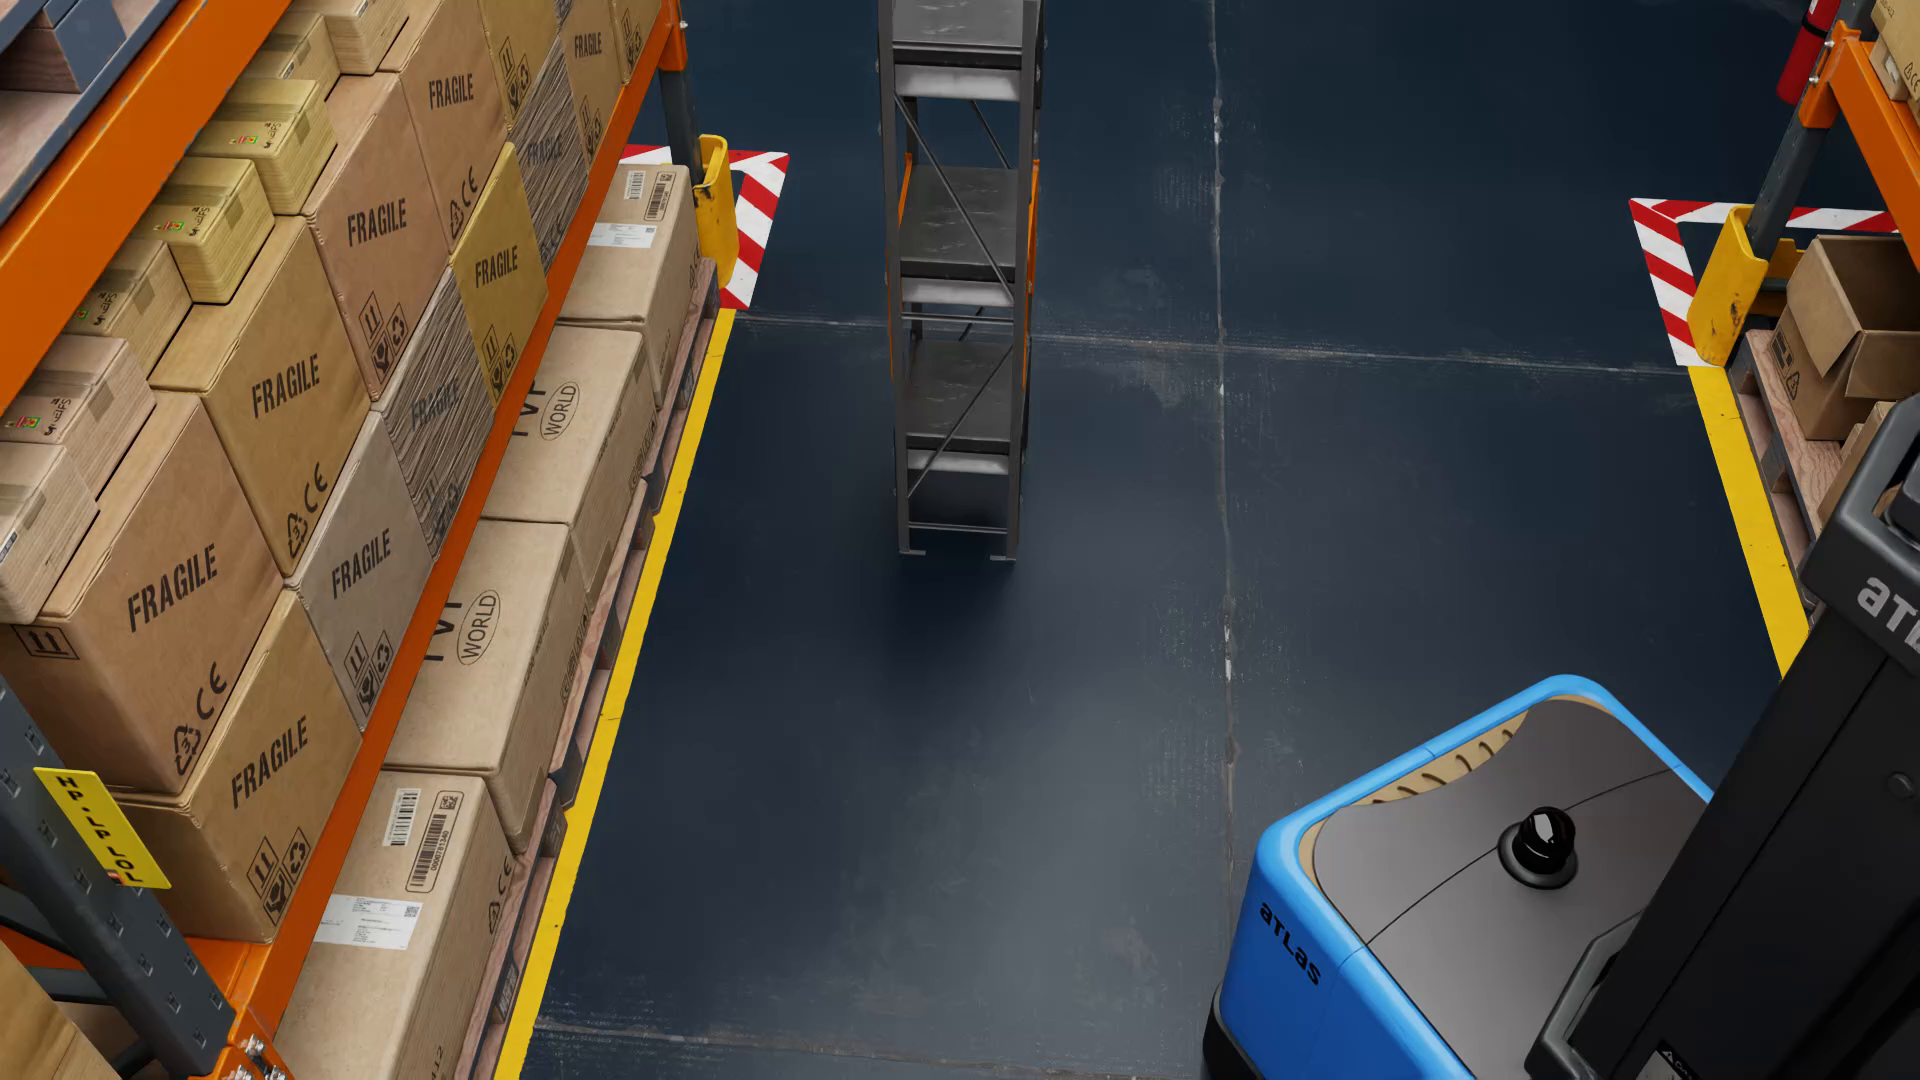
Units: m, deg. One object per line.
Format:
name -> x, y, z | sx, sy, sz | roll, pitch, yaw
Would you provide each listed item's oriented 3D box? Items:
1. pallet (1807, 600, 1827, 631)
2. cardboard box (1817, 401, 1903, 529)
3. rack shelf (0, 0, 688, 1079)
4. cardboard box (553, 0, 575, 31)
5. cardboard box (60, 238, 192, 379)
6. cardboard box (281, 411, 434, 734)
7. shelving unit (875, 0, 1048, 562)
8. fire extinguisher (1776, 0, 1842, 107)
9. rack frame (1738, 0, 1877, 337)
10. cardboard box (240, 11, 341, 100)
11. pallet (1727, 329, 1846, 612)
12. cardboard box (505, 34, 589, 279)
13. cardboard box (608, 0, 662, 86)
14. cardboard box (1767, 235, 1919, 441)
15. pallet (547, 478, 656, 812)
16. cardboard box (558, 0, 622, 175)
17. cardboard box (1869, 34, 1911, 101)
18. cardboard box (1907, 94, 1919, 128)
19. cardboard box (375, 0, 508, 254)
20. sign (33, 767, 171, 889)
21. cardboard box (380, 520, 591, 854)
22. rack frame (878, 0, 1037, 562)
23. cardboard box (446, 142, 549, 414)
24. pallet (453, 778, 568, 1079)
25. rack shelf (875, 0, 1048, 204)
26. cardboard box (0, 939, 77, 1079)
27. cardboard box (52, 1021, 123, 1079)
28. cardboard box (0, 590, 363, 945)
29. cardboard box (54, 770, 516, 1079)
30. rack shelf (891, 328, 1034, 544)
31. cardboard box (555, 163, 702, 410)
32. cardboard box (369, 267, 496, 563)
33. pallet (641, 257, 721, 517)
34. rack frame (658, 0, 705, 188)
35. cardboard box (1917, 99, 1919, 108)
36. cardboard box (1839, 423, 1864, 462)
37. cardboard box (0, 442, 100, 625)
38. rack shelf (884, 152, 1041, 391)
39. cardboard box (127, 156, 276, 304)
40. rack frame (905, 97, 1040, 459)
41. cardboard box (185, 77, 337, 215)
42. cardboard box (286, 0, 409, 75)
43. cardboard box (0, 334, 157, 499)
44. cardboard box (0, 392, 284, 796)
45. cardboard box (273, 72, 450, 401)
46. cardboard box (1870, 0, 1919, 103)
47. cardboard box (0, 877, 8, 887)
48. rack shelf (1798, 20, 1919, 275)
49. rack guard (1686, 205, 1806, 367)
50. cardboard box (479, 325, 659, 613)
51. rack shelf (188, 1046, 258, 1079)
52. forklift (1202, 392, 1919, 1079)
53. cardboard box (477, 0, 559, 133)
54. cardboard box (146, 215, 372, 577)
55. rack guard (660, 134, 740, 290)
pallet -> 3.248, 0.654, 5.009 | 1.003, 0.211, 1.213 | 4, 48, 4
cardboard box -> 3.174, -0.053, 5.175 | 0.700, 0.500, 0.500 | 6, 48, 5
rack shelf -> -1.685, -0.442, 4.609 | 1.077, 0.370, 4.000 | 4, 48, 4
cardboard box -> -1.328, -1.769, 4.590 | 0.500, 0.500, 0.500 | 4, 48, 4
cardboard box -> -1.591, -0.400, 2.898 | 0.380, 0.149, 0.250 | 3, 48, 3
cardboard box -> -1.514, 0.054, 3.600 | 0.500, 0.500, 0.500 | 4, 48, 4
shelving unit -> 0.015, -0.830, 5.086 | 0.431, 2.100, 0.503 | 4, 48, 4
fire extinguisher -> 2.994, -1.811, 5.678 | 0.296, 0.674, 0.183 | 4, 48, 4
rack frame -> 3.441, -1.823, 5.385 | 1.000, 3.000, 0.127 | 4, 48, 4
cardboard box -> -1.513, -0.962, 3.412 | 0.380, 0.149, 0.250 | 4, 48, 3
pallet -> 3.362, -0.240, 5.827 | 1.003, 0.211, 1.213 | 4, 48, 4
cardboard box -> -1.381, -1.070, 4.628 | 0.500, 0.500, 0.500 | 5, 48, 5
cardboard box -> -1.283, -1.816, 5.310 | 0.500, 0.500, 0.500 | 4, 48, 4
cardboard box -> 3.291, -0.680, 5.746 | 0.797, 0.503, 0.637 | 2, 48, 2
pallet -> -1.611, 0.274, 5.357 | 1.003, 0.211, 1.213 | 4, 48, 4
cardboard box -> -1.344, -1.448, 4.974 | 0.500, 0.500, 0.500 | 3, 48, 3
cardboard box -> 3.138, -1.516, 5.274 | 0.380, 0.149, 0.250 | 4, 48, 3
cardboard box -> 3.160, -1.326, 5.100 | 0.380, 0.149, 0.250 | 5, 48, 4
cardboard box -> -1.424, -1.037, 3.920 | 0.500, 0.500, 0.500 | 4, 48, 3
sign -> -1.326, 0.450, 2.575 | 0.100, 0.325, 0.005 | 4, 48, 4
cardboard box -> -1.622, 0.396, 4.807 | 0.875, 0.438, 0.875 | 3, 48, 2
rack frame -> -0.007, -0.651, 4.922 | 0.400, 2.100, 0.015 | 4, 48, 4
cardboard box -> -1.415, -0.689, 4.280 | 0.500, 0.500, 0.500 | 5, 48, 5
pallet -> -1.720, 1.172, 4.535 | 1.003, 0.211, 1.213 | 4, 48, 4
rack shelf -> 0.015, -1.293, 4.580 | 0.431, 0.518, 0.480 | 4, 48, 4
cardboard box -> -1.658, 0.759, 2.278 | 0.500, 0.500, 0.500 | 5, 48, 5
cardboard box -> -1.665, 1.007, 2.559 | 0.500, 0.250, 0.500 | 4, 48, 3
cardboard box -> -1.564, 0.424, 3.262 | 0.500, 0.500, 0.500 | 5, 48, 5
cardboard box -> -1.703, 1.054, 4.205 | 0.875, 0.438, 0.875 | 3, 48, 3
rack shelf -> 0.015, -0.349, 5.613 | 0.431, 0.518, 0.480 | 4, 48, 4
cardboard box -> -1.463, -0.940, 6.029 | 0.875, 0.438, 0.875 | 2, 48, 2
cardboard box -> -1.462, -0.311, 3.934 | 0.500, 0.500, 0.500 | 4, 48, 4
pallet -> -1.498, -0.621, 6.175 | 1.003, 0.211, 1.213 | 4, 48, 4
rack frame -> -1.503, -2.154, 5.688 | 1.000, 3.000, 0.127 | 4, 48, 4
cardboard box -> 3.085, -1.187, 4.703 | 0.500, 0.250, 0.500 | 4, 48, 4
cardboard box -> 3.213, -0.250, 5.594 | 0.380, 0.149, 0.250 | 2, 48, 2
cardboard box -> -1.580, -0.020, 2.550 | 0.380, 0.149, 0.250 | 3, 48, 3
rack shelf -> 0.015, -0.821, 5.097 | 0.431, 0.518, 0.480 | 4, 48, 4
cardboard box -> -1.508, -0.578, 3.061 | 0.380, 0.149, 0.250 | 4, 48, 3
rack frame -> 0.037, -1.010, 5.250 | 0.400, 2.100, 0.015 | 4, 48, 4
cardboard box -> -1.455, -0.772, 3.238 | 0.380, 0.149, 0.250 | 3, 48, 2
cardboard box -> -1.422, -1.138, 3.573 | 0.380, 0.149, 0.250 | 4, 48, 4
cardboard box -> -1.573, -0.209, 2.724 | 0.380, 0.149, 0.250 | 5, 48, 4
cardboard box -> -1.583, 0.080, 2.899 | 0.500, 0.500, 0.500 | 4, 48, 4
cardboard box -> -1.472, -0.666, 3.581 | 0.500, 0.500, 0.500 | 5, 48, 4
cardboard box -> 3.131, -1.558, 5.042 | 0.500, 0.250, 0.500 | 4, 48, 4
cardboard box -> -2.079, 0.393, 3.290 | 0.500, 0.500, 0.500 | 4, 48, 4
rack shelf -> 3.258, -0.111, 4.306 | 1.077, 0.370, 4.000 | 4, 48, 4
rack guard -> 3.434, -0.924, 6.256 | 1.175, 0.500, 0.348 | 4, 48, 4
cardboard box -> -1.538, -0.267, 5.413 | 0.875, 0.438, 0.875 | 5, 48, 5
rack shelf -> -2.049, 2.497, 1.921 | 1.077, 0.370, 4.000 | 4, 48, 4
forklift -> 1.816, 1.158, 2.705 | 1.130, 2.935, 3.031 | -23, 52, -20
cardboard box -> -1.376, -1.406, 4.258 | 0.500, 0.500, 0.500 | 4, 48, 3
cardboard box -> -1.530, -0.291, 3.238 | 0.500, 0.500, 0.500 | 3, 48, 3
rack guard -> -1.500, -1.329, 6.626 | 1.175, 0.500, 0.348 | 4, 48, 4
